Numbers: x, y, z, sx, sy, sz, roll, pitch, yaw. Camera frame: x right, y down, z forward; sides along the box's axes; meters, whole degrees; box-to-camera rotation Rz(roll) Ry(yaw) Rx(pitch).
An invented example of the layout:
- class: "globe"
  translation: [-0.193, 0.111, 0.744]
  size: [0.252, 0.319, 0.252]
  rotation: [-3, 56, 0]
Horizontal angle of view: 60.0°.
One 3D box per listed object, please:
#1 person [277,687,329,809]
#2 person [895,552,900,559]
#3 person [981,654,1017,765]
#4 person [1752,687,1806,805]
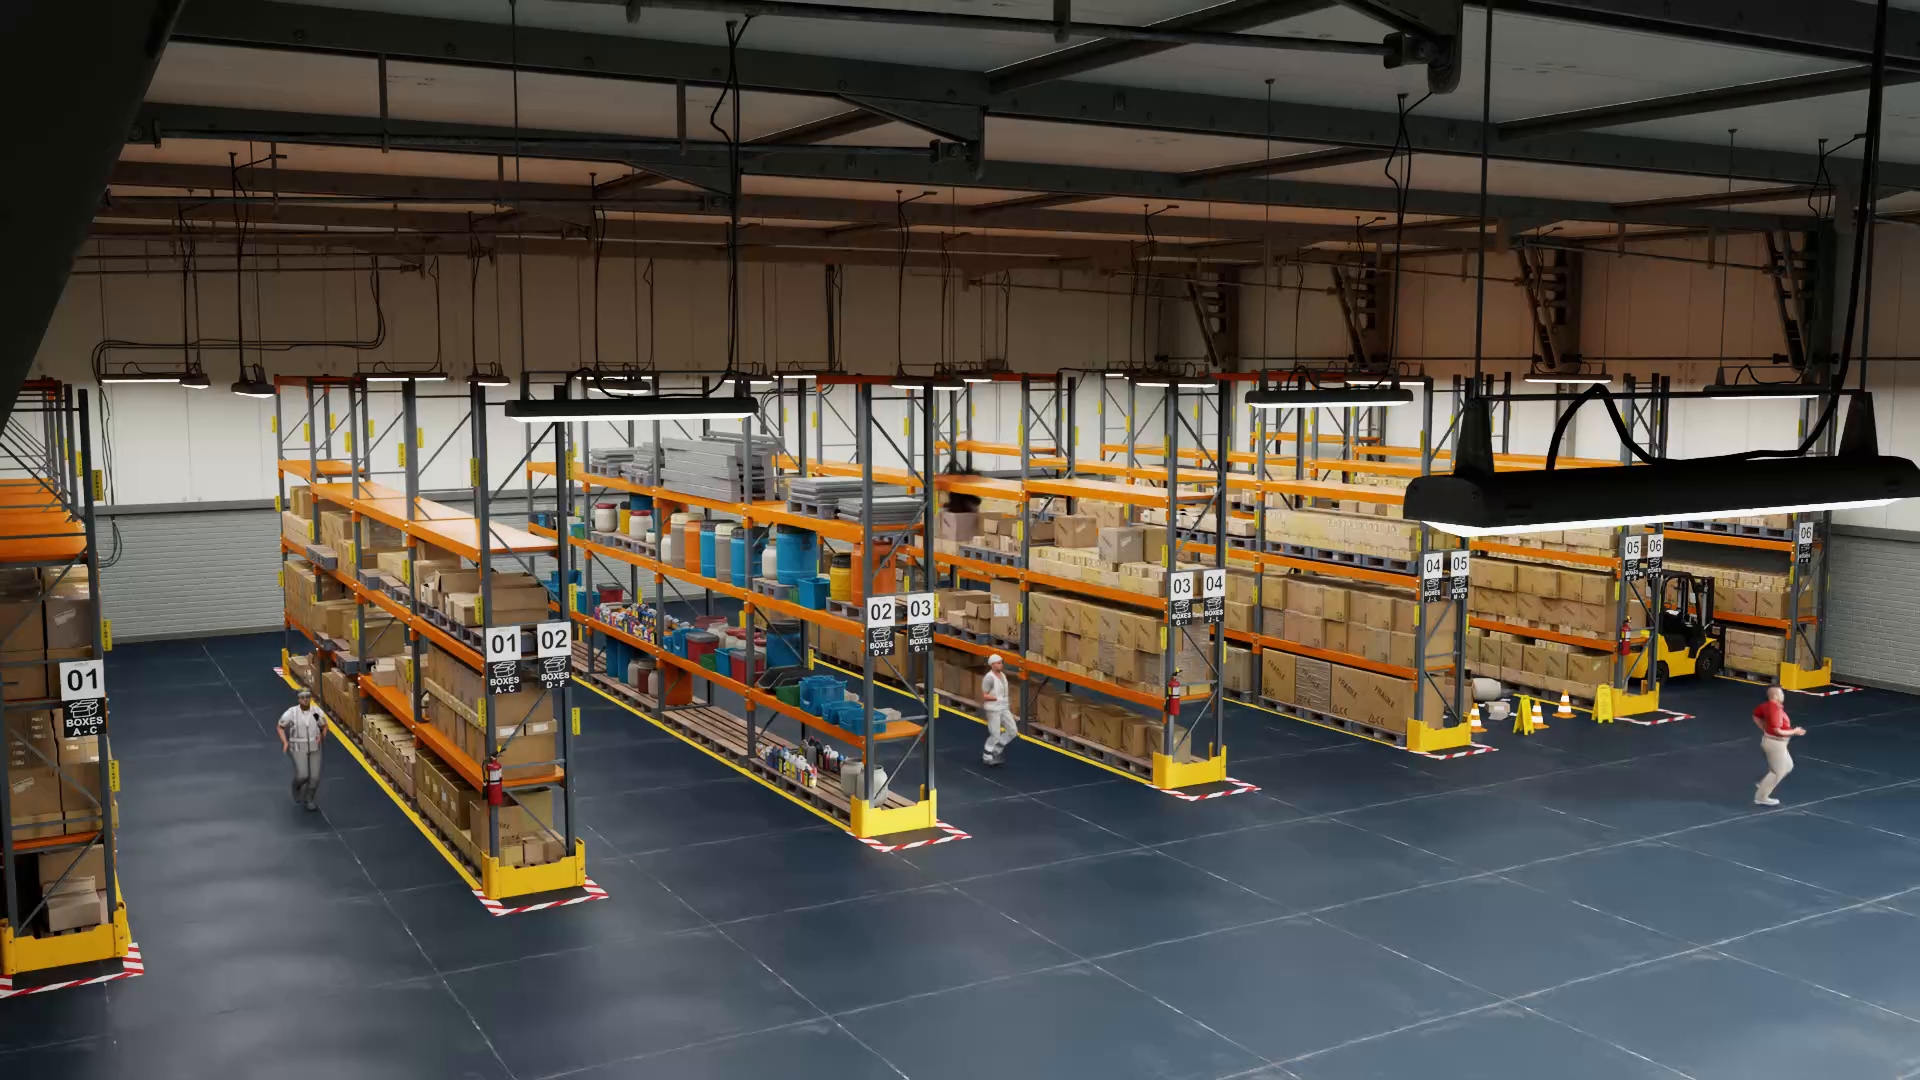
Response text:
- class: "person"
  translation: [-9.161, 2.923, 23.303]
  size: [0.665, 1.737, 0.593]
  rotation: [-4, 8, -34]
- class: "person"
  translation: [-1.655, 1.098, 39.732]
  size: [0.751, 1.709, 0.933]
  rotation: [2, 6, 14]
- class: "person"
  translation: [0.623, 2.636, 25.733]
  size: [0.632, 1.753, 0.628]
  rotation: [5, 8, 40]
- class: "person"
  translation: [11.590, 2.919, 23.525]
  size: [0.621, 1.708, 0.648]
  rotation: [1, 6, 13]
